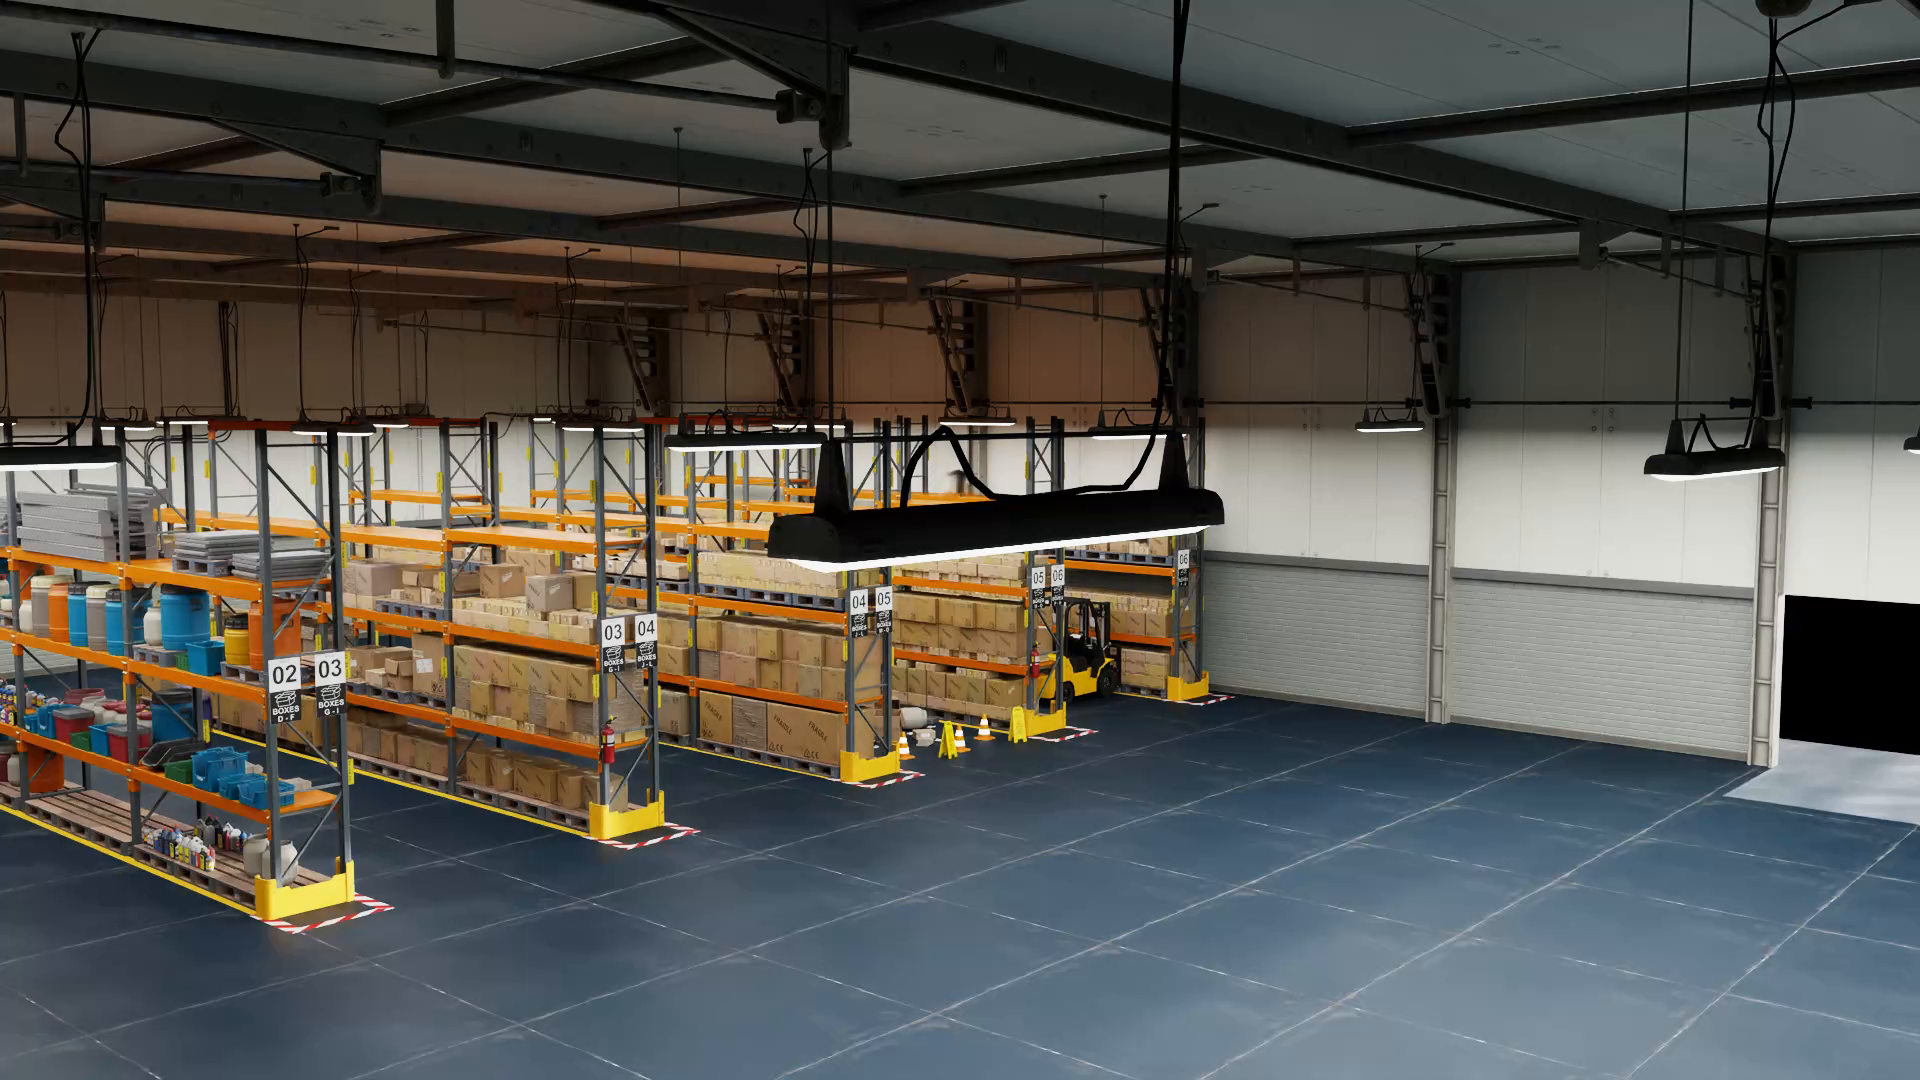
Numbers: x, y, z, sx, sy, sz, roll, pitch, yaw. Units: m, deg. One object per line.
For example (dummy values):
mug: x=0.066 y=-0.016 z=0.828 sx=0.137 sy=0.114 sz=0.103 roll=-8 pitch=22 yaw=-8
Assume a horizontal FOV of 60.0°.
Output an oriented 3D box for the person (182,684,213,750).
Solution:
person: x=-13.714 y=3.027 z=29.895 sx=0.541 sy=1.707 sz=0.842 roll=-4 pitch=6 yaw=-42
